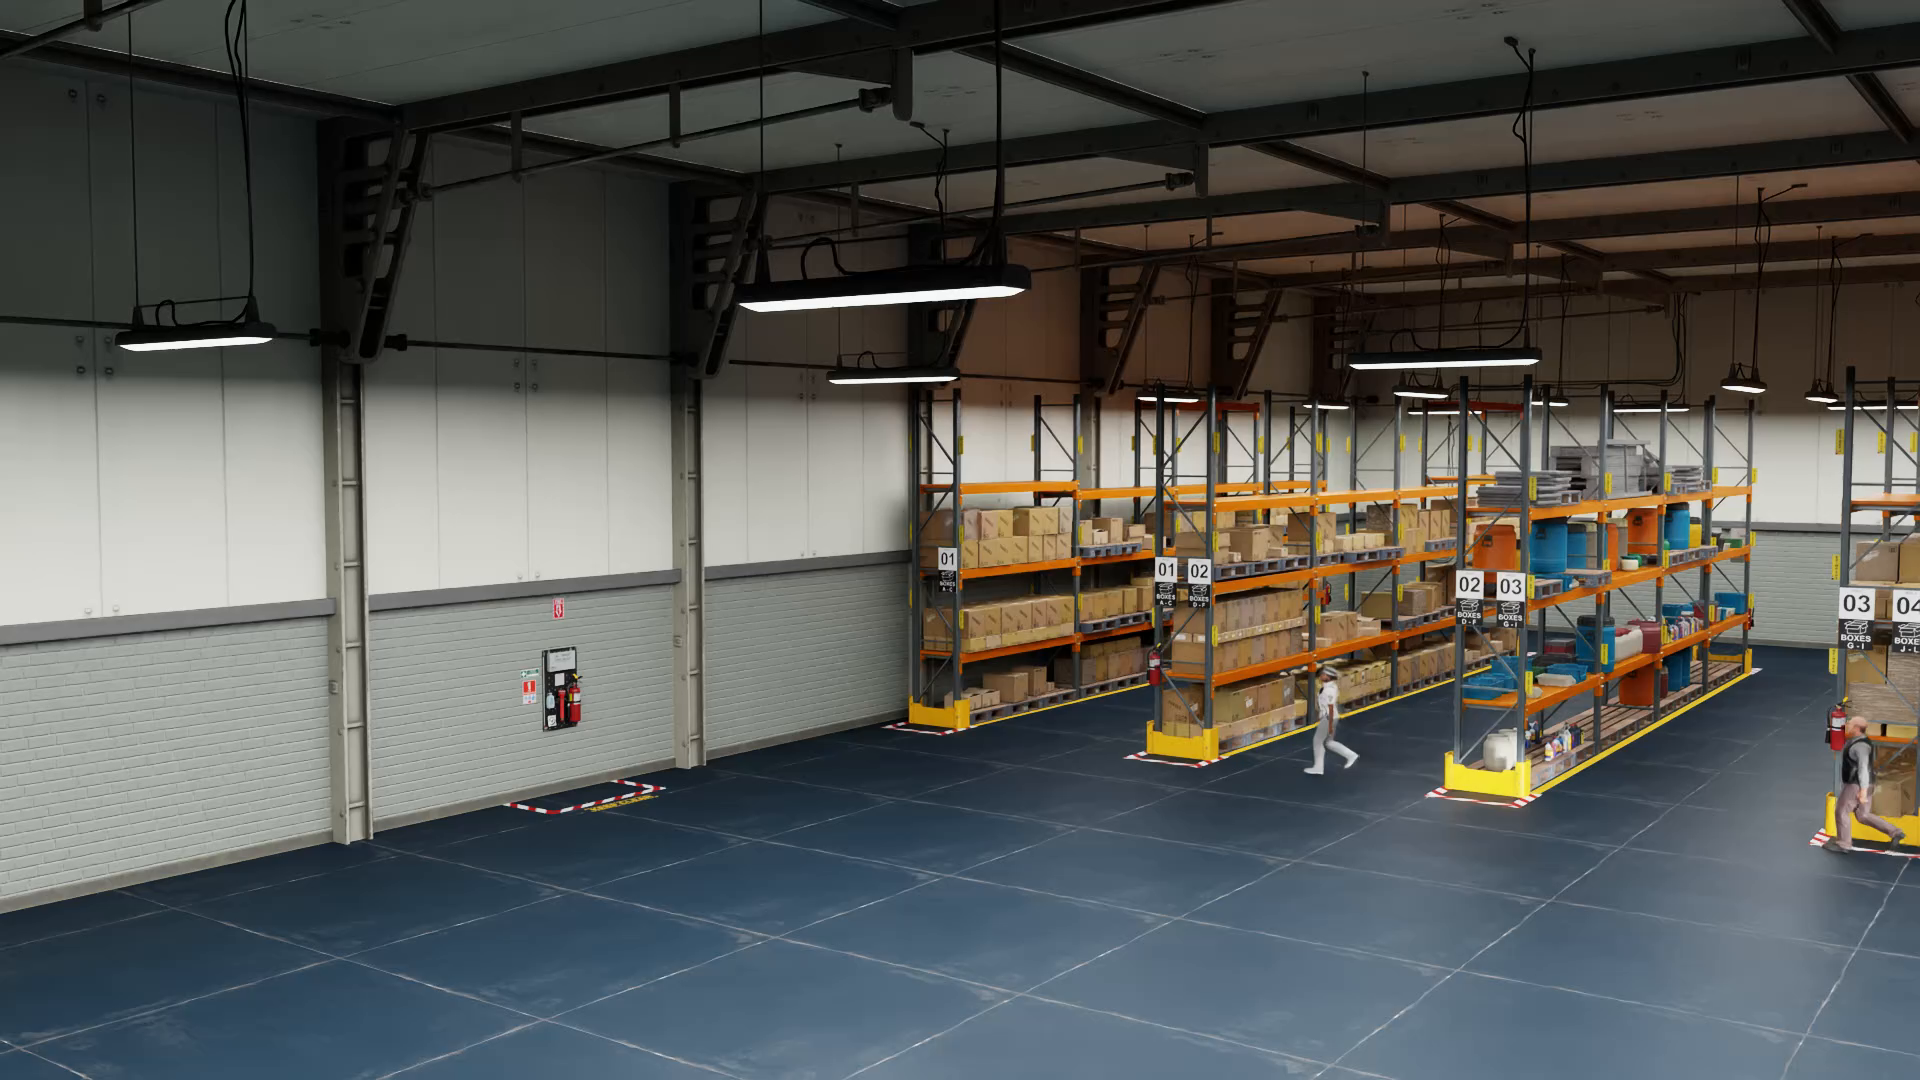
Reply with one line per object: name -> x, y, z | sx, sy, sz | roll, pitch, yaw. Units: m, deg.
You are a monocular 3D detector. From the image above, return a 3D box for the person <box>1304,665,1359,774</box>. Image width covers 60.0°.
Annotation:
person -> 5.646, 2.717, 25.225 | 0.829, 1.655, 0.448 | 0, 3, 7

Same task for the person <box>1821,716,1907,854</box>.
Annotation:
person -> 11.040, 2.996, 20.273 | 0.895, 1.690, 0.562 | 2, 4, 36
